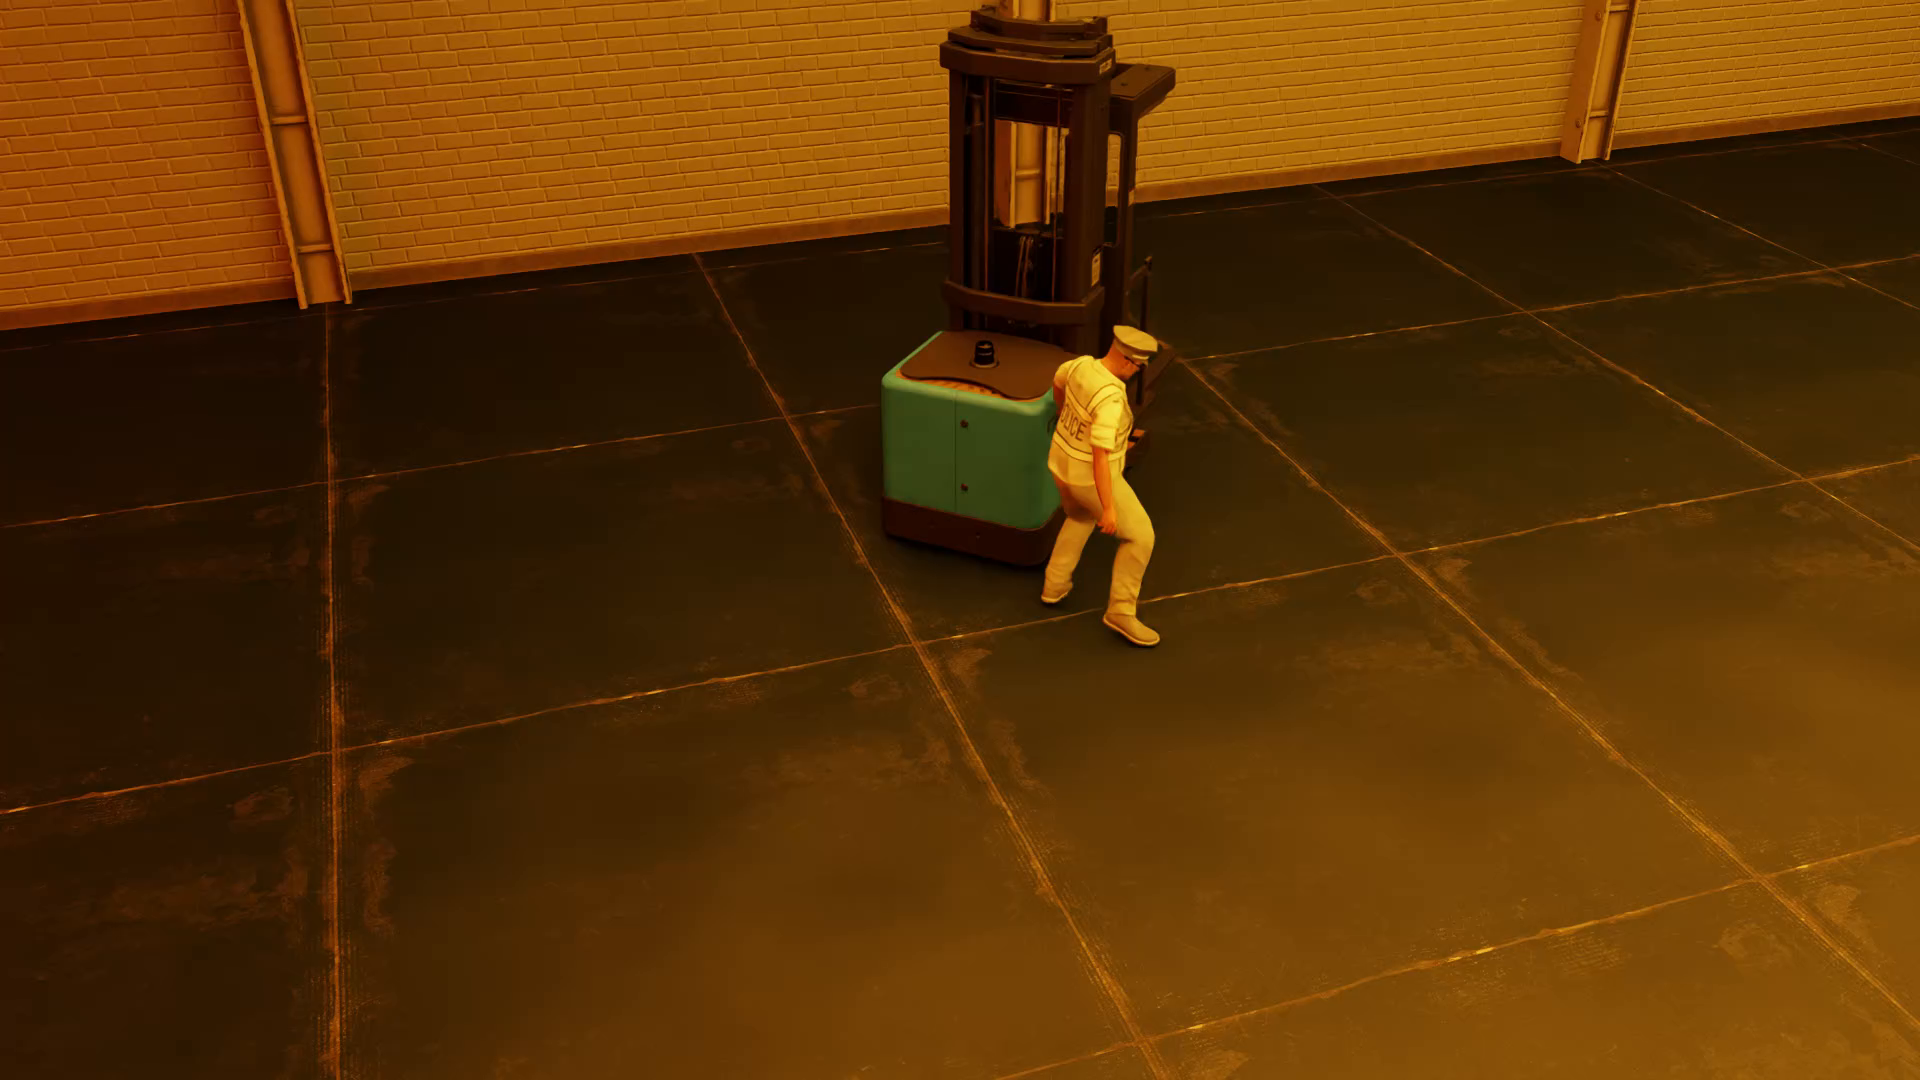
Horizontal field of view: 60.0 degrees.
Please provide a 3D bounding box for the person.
[{"bbox_3d":[0.736,-0.360,9.006,0.529,1.692,1.123,-11,32,-19],"label":"person"}]

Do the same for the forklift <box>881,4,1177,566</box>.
[{"bbox_3d":[0.614,-1.833,10.273,1.130,2.935,3.031,13,32,22],"label":"forklift"}]
